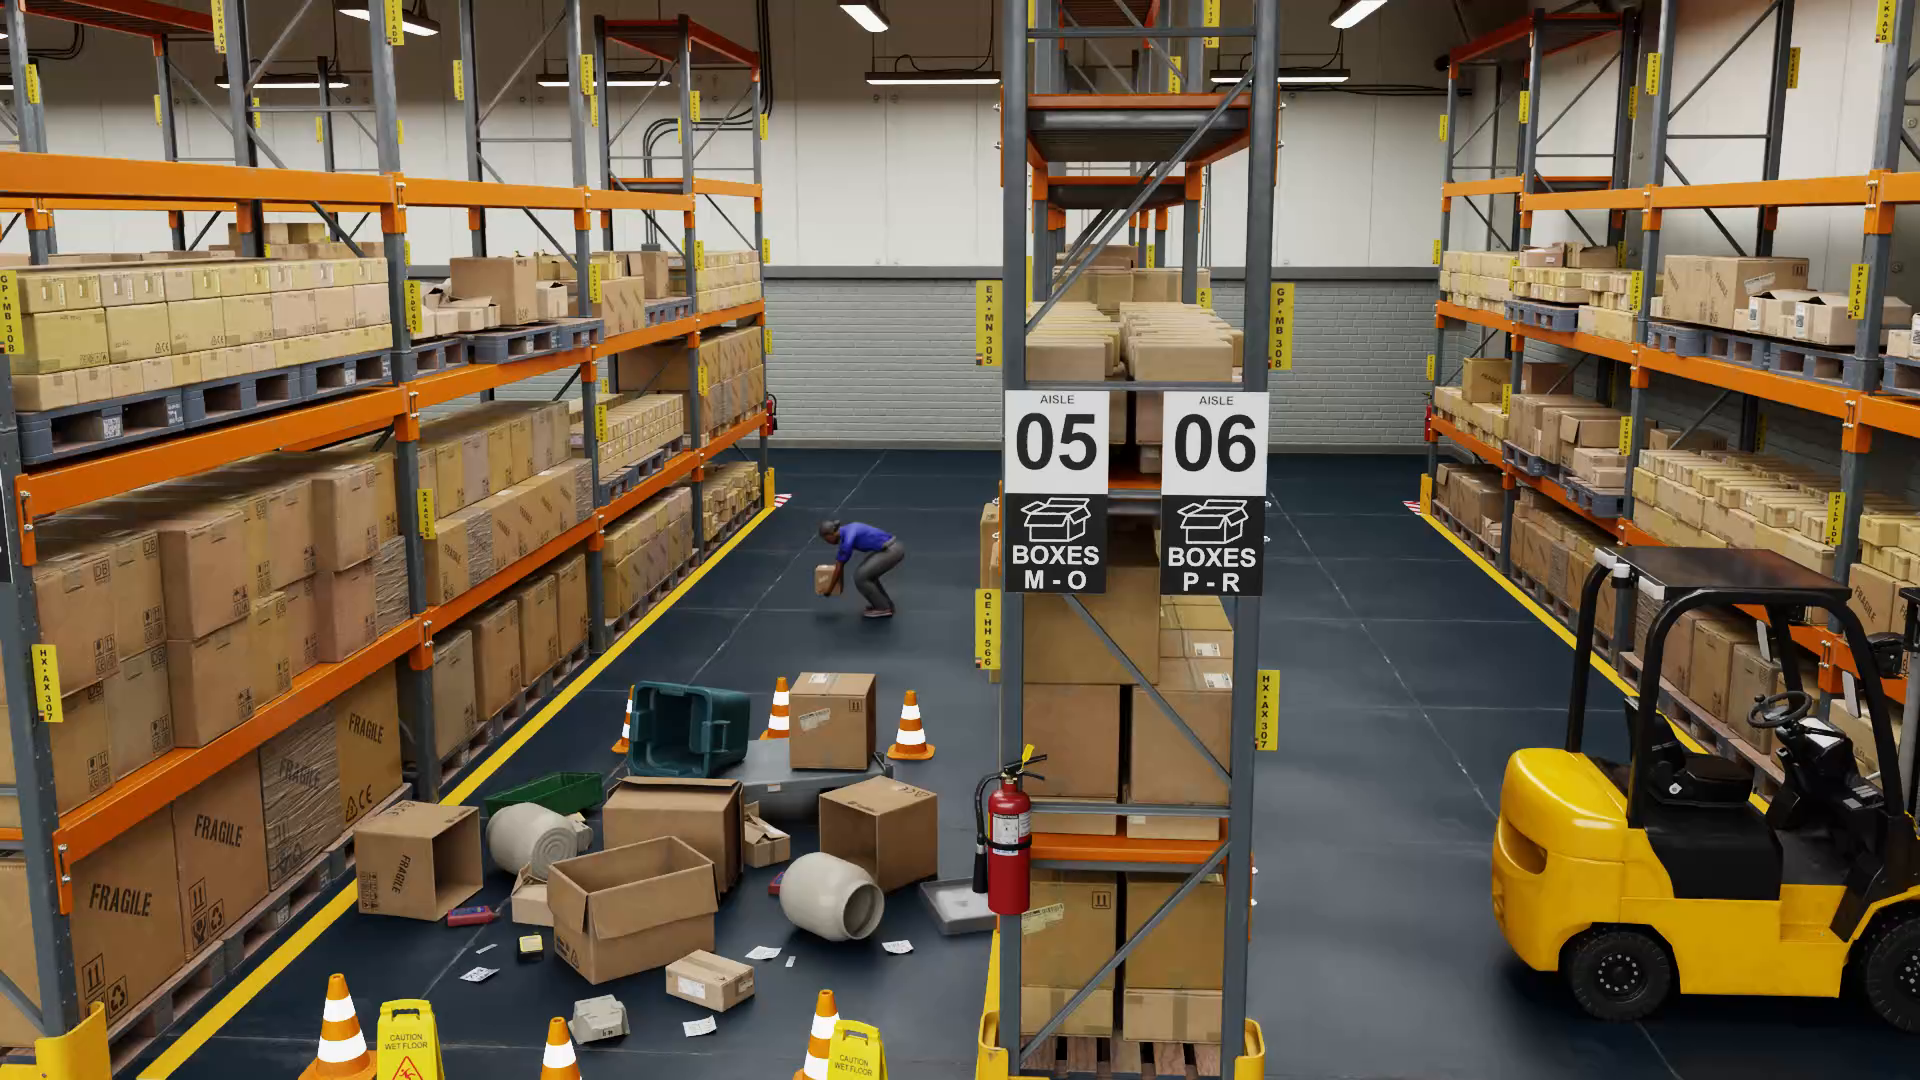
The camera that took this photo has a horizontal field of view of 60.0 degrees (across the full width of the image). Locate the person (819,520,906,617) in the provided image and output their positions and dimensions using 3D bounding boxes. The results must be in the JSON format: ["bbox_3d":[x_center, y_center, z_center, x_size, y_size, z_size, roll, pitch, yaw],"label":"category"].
[{"bbox_3d":[-0.961,0.270,16.427,0.857,0.951,0.470,0,11,1],"label":"person"}]
